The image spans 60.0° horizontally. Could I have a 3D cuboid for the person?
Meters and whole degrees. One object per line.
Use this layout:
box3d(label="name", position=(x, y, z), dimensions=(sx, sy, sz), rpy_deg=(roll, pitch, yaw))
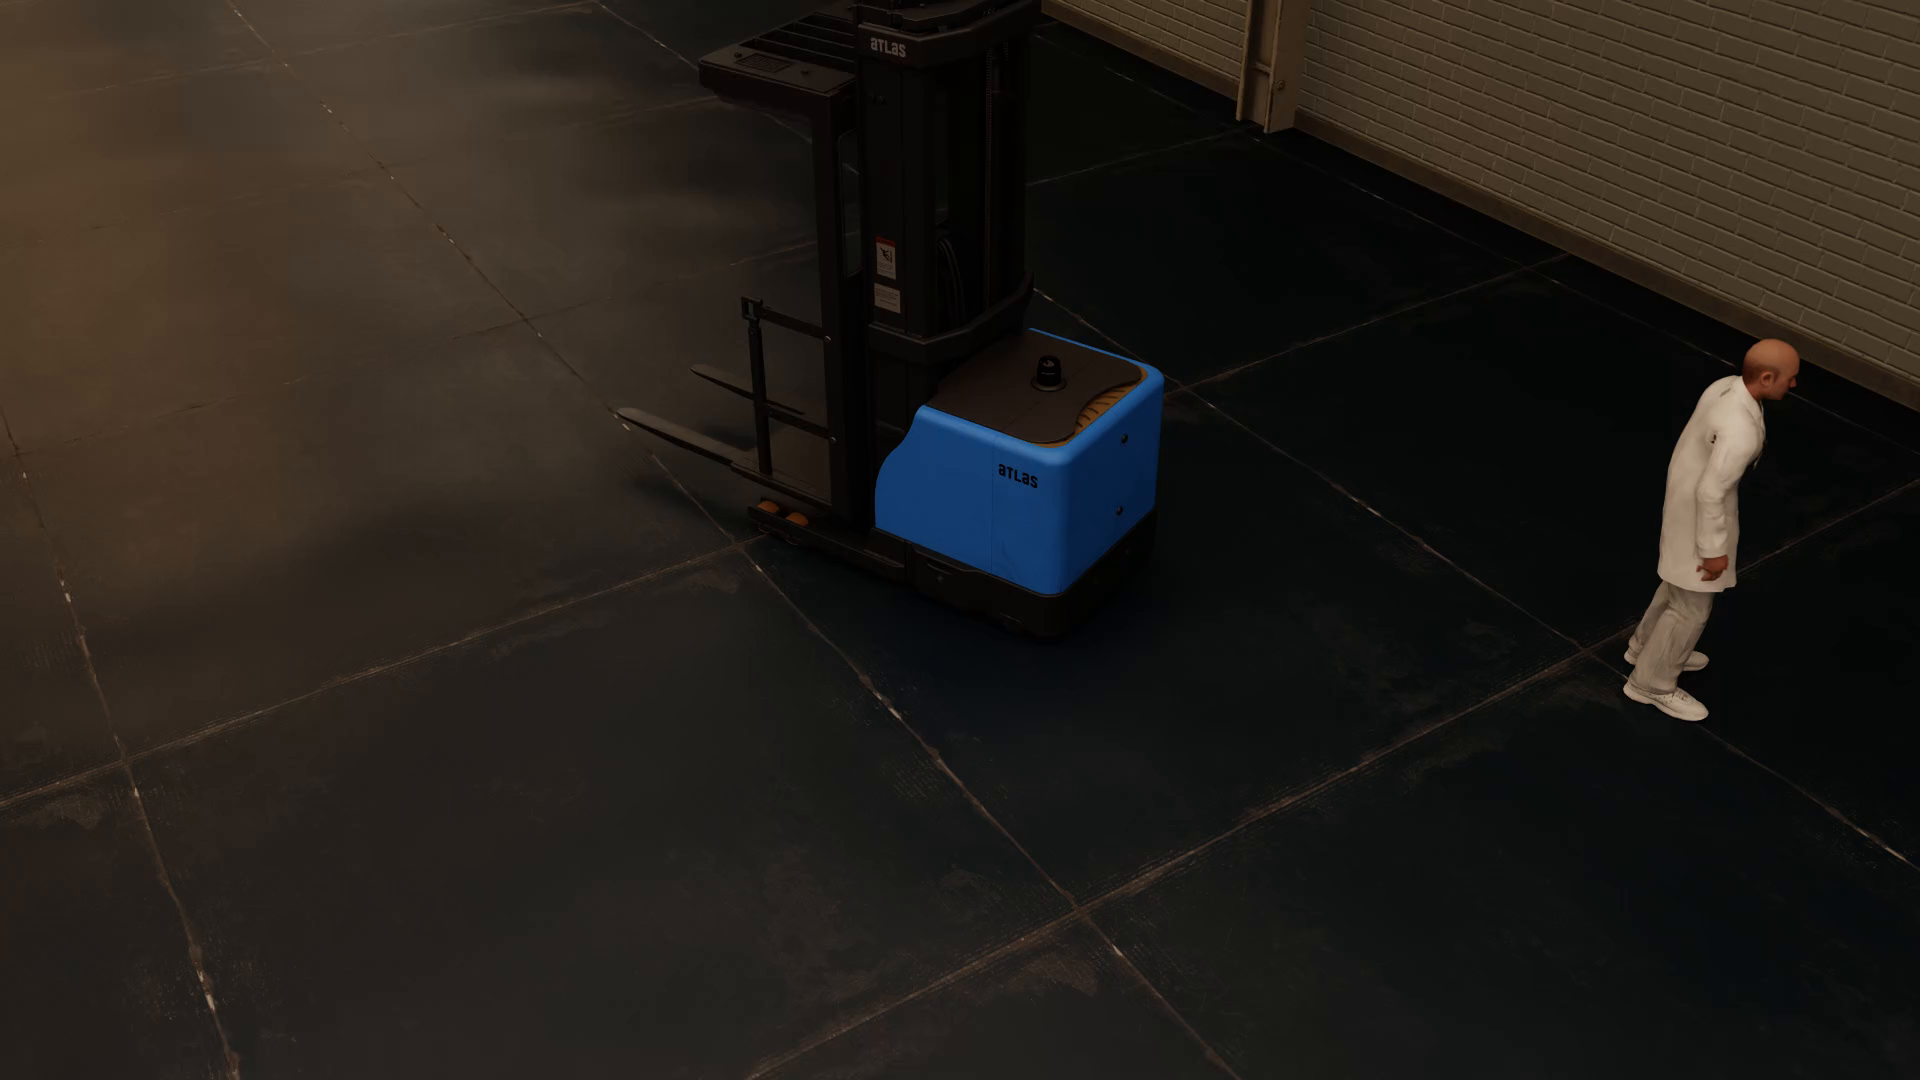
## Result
box3d(label="person", position=(3.267, -0.079, 7.267), dimensions=(0.420, 1.774, 0.646), rpy_deg=(12, 37, 16))

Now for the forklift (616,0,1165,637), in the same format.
box3d(label="forklift", position=(-0.500, -1.399, 8.138), dimensions=(3.031, 2.935, 1.130), rpy_deg=(22, 41, 28))
